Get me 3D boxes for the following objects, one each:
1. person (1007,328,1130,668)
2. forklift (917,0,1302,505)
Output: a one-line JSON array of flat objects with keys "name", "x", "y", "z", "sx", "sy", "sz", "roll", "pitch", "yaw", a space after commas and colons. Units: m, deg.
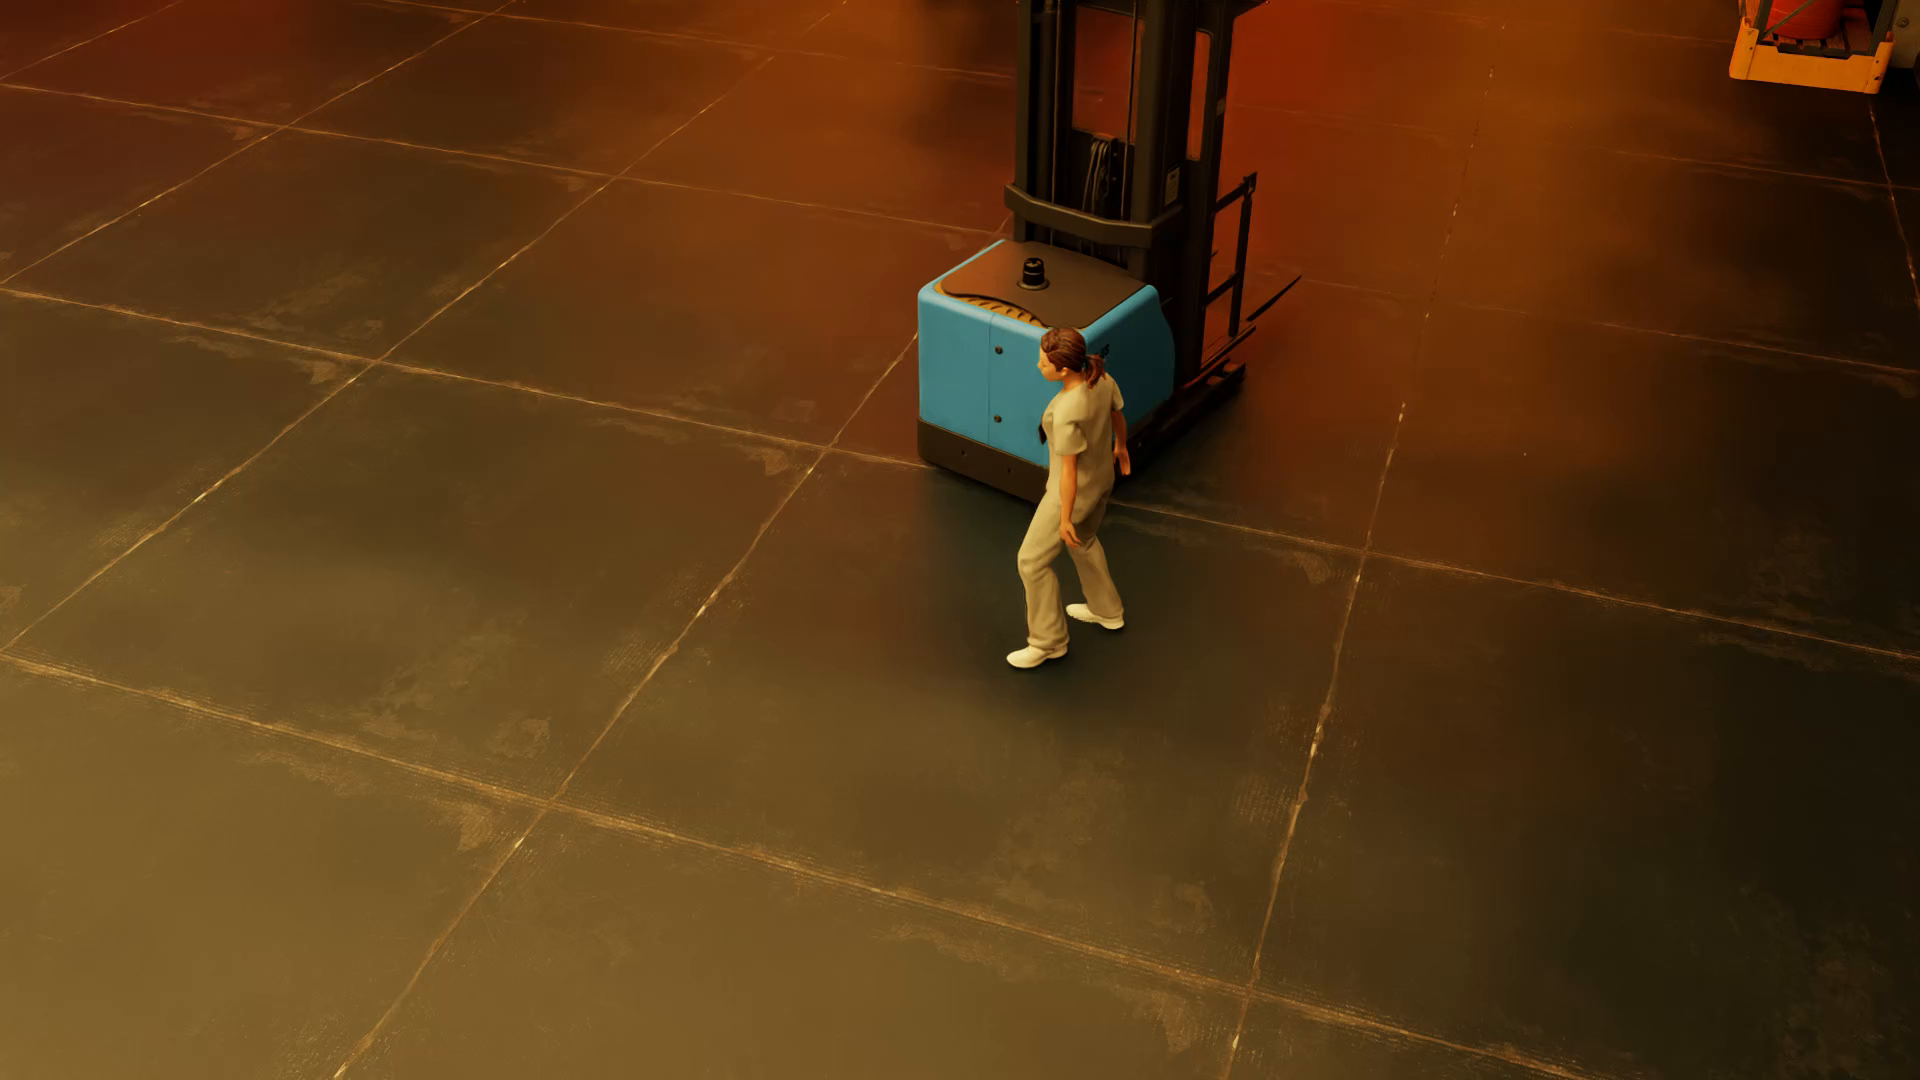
[{"name": "person", "x": 0.544, "y": -0.214, "z": 7.556, "sx": 0.401, "sy": 1.645, "sz": 0.794, "roll": 19, "pitch": 39, "yaw": 24}, {"name": "forklift", "x": 1.039, "y": -2.144, "z": 9.135, "sx": 1.130, "sy": 2.935, "sz": 3.031, "roll": 23, "pitch": 41, "yaw": 29}]
